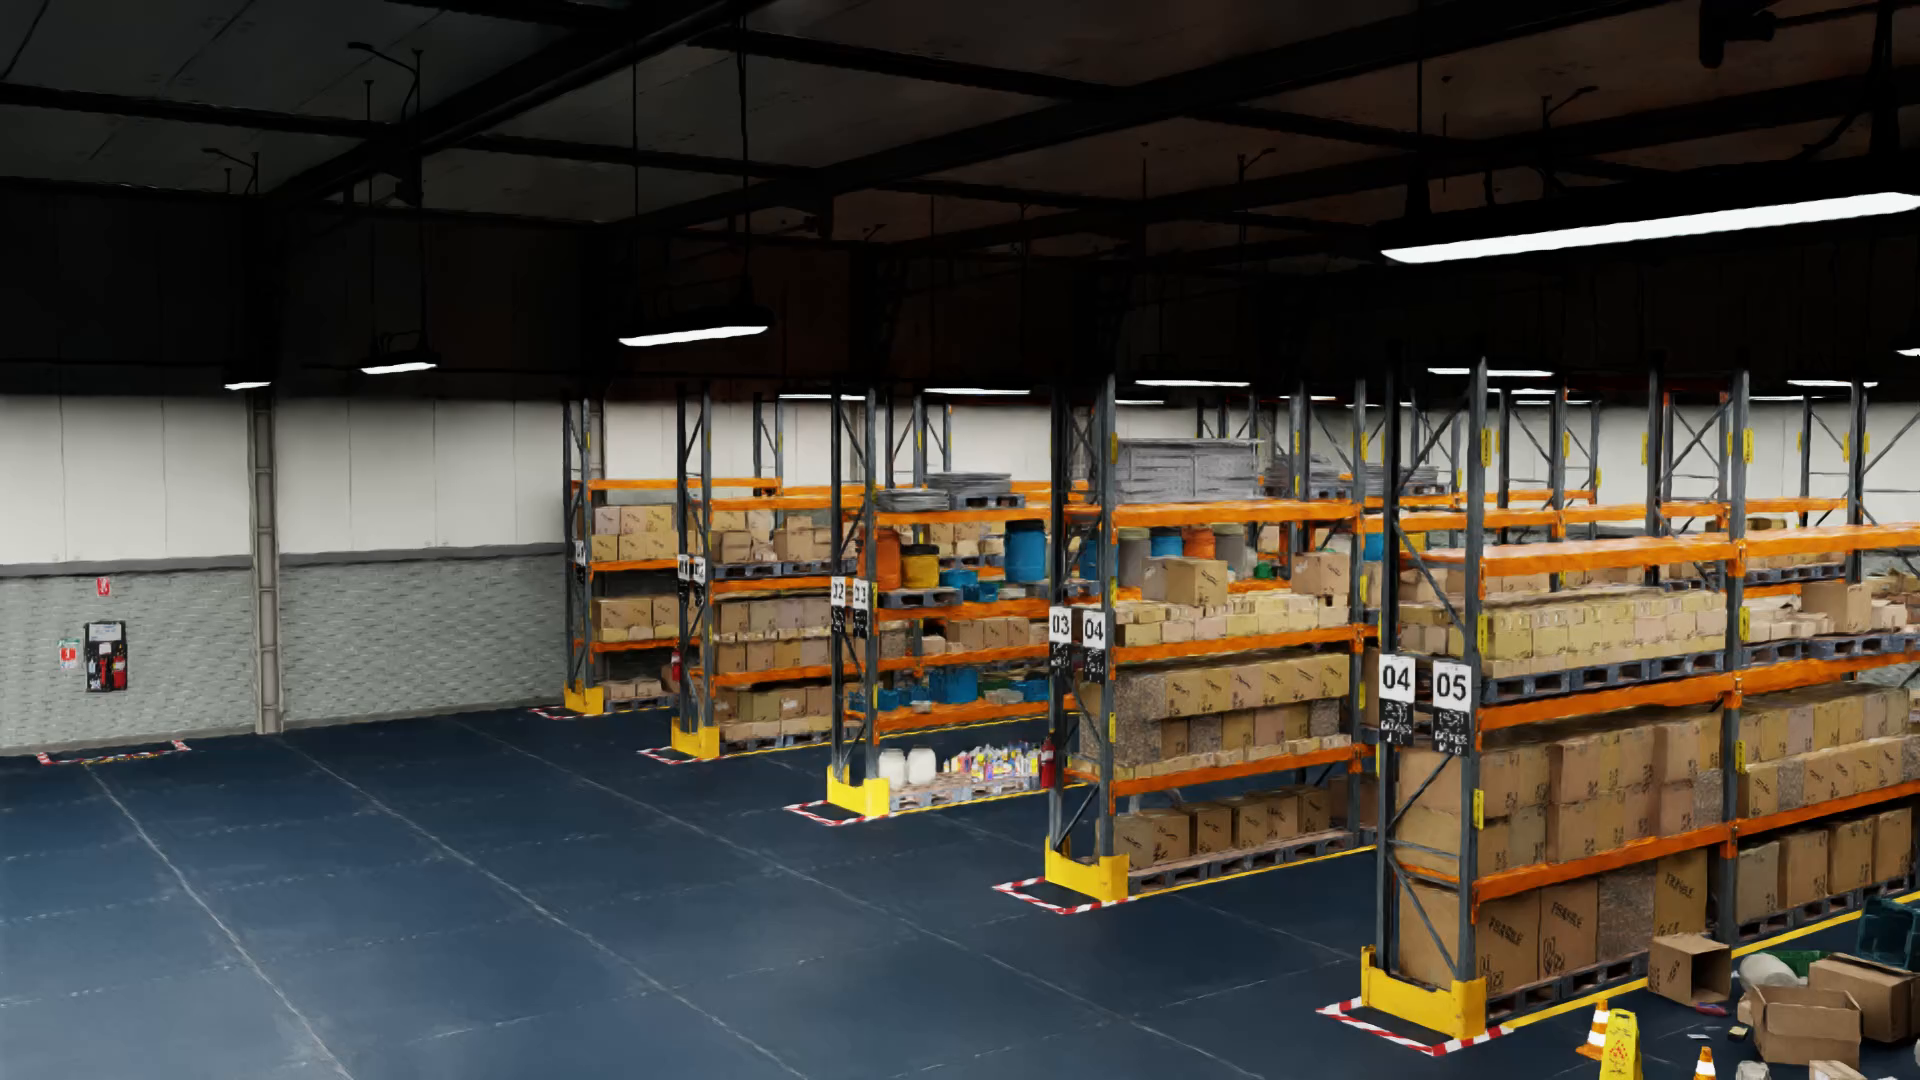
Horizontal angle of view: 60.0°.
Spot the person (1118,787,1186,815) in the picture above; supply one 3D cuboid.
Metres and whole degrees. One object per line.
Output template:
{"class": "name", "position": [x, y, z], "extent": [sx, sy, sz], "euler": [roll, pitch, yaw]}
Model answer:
{"class": "person", "position": [2.595, 2.935, 22.101], "extent": [0.938, 1.610, 0.505], "euler": [-1, 4, -14]}
